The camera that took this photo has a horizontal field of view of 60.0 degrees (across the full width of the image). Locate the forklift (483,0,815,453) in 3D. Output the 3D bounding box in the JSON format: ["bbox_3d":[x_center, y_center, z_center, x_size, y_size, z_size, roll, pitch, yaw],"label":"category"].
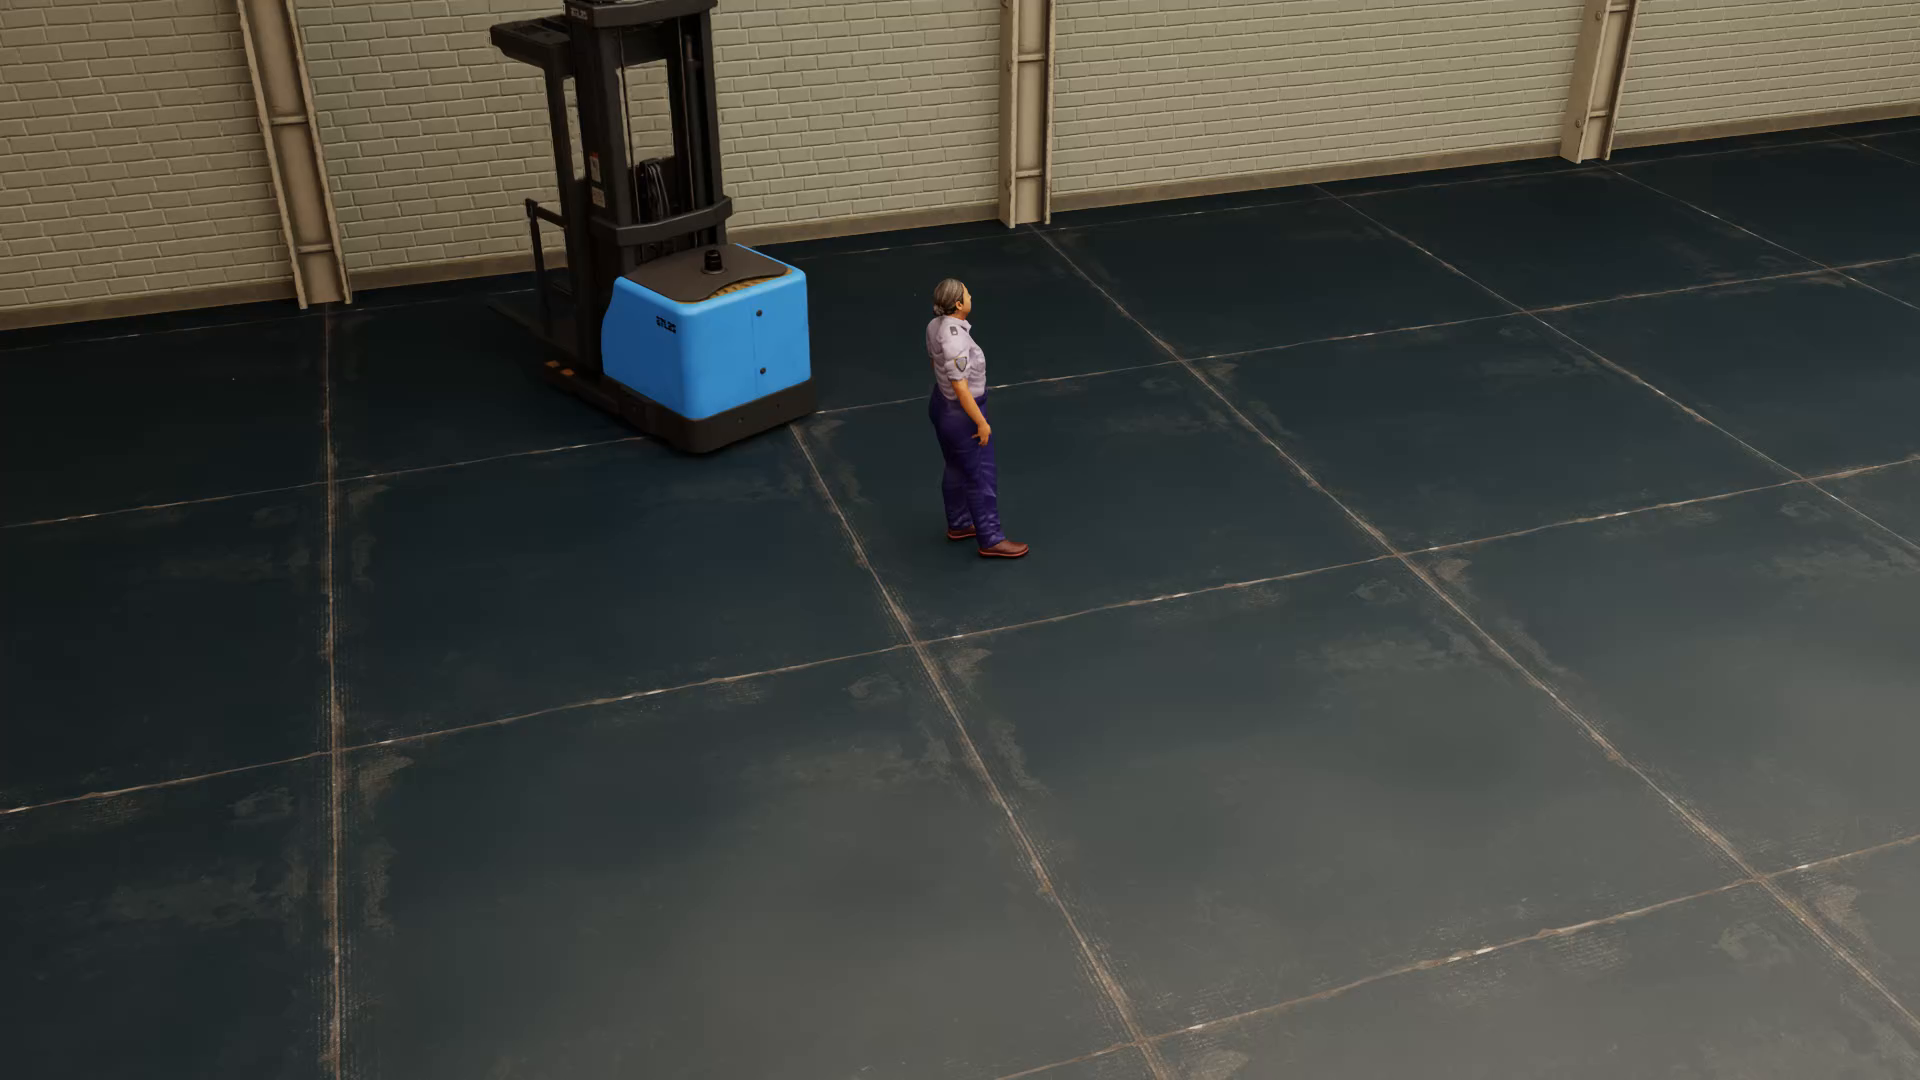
[{"bbox_3d":[-2.379,-2.479,11.396,1.130,2.935,3.031,-25,38,-37],"label":"forklift"}]

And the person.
[{"bbox_3d":[0.092,-0.725,9.617,0.503,1.651,0.598,-10,31,-16],"label":"person"}]
